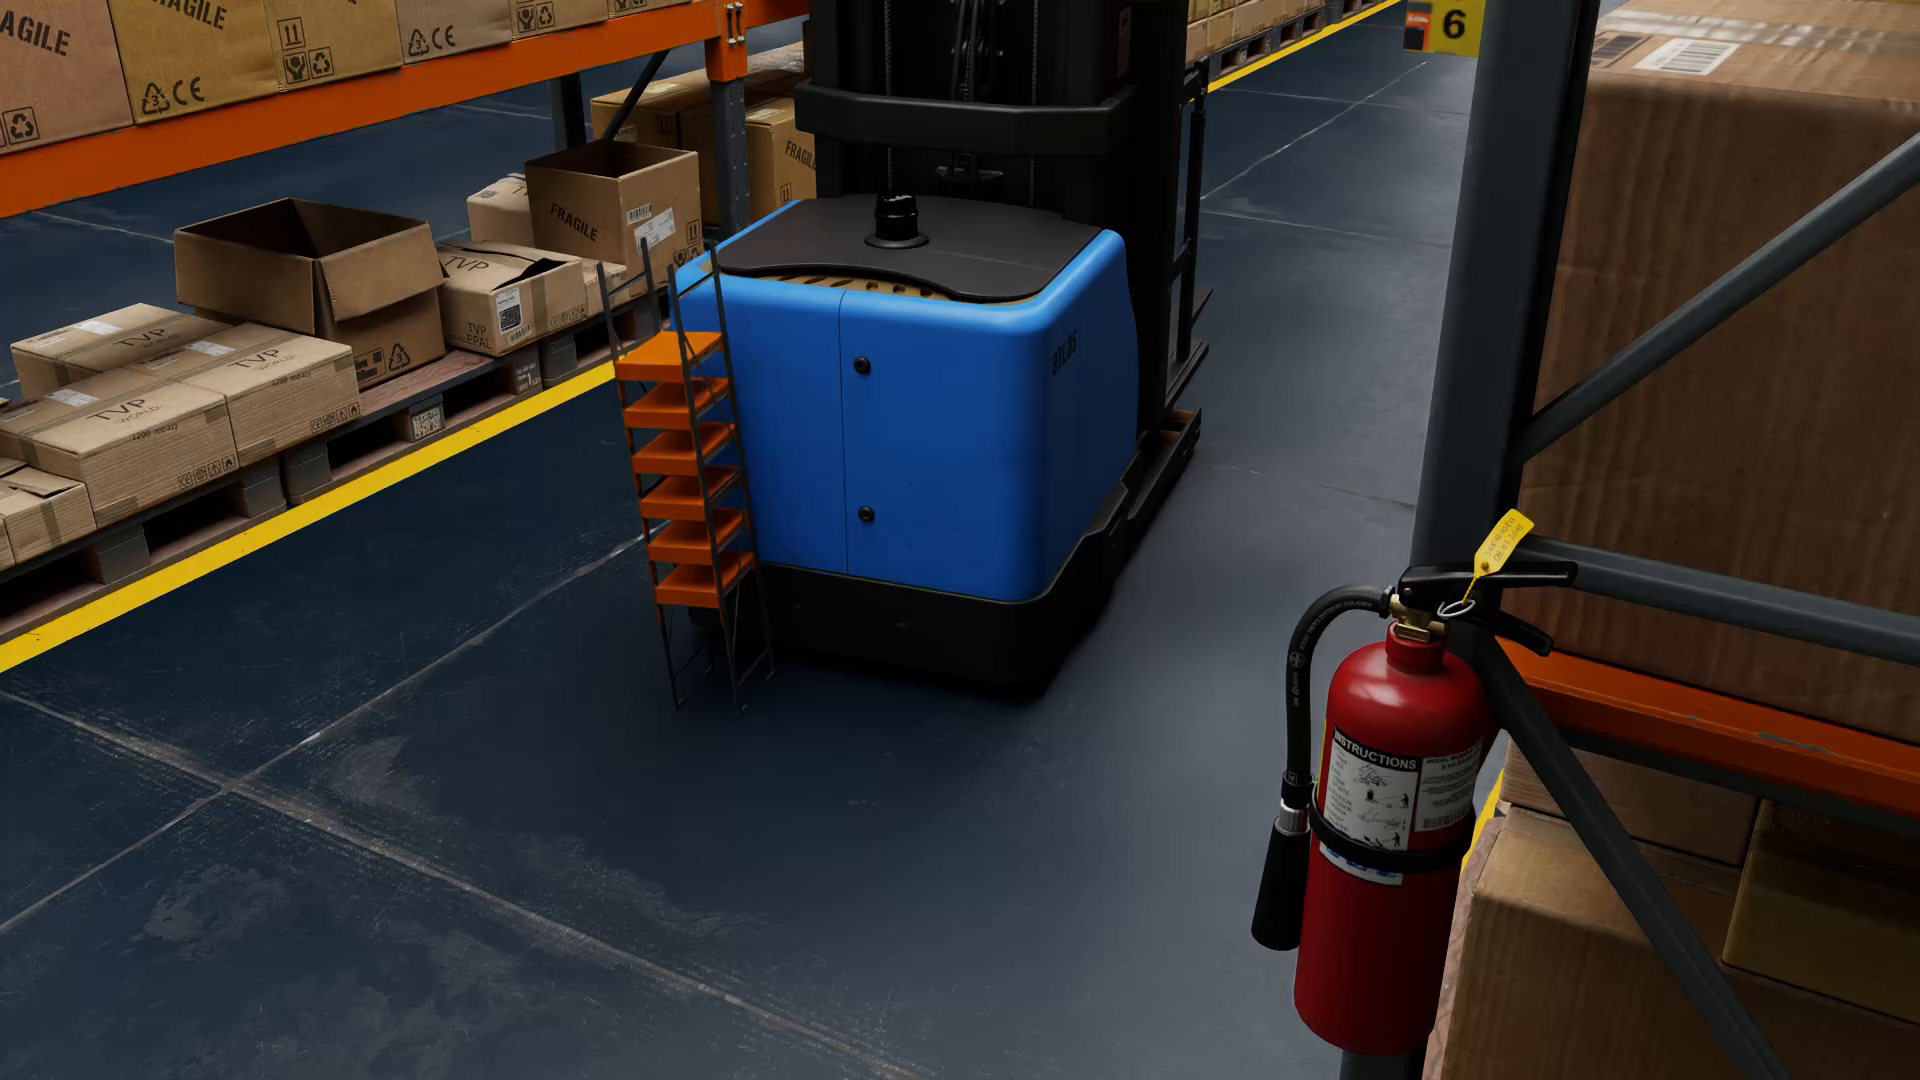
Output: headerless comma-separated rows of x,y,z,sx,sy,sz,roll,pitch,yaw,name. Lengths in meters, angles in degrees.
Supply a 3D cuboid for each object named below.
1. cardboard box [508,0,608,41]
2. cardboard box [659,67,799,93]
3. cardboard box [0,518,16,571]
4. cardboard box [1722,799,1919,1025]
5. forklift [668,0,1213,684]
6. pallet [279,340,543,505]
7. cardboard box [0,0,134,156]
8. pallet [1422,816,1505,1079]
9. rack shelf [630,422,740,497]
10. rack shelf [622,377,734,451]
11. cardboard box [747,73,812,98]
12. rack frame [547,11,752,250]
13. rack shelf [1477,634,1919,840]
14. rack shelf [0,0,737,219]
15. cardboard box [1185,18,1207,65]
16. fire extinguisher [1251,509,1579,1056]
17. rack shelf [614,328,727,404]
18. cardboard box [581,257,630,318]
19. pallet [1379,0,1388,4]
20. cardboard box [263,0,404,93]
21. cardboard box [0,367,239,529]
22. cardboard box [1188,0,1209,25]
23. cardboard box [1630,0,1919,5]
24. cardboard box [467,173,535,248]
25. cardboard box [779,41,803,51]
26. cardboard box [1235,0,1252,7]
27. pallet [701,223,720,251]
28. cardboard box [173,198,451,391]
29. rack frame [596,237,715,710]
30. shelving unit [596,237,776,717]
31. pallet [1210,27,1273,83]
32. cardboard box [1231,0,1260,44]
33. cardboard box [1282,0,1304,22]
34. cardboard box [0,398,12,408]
-1.656,-2.131,6.045,0.500,0.500,0.500,15,30,28,cardboard box
-1.138,-2.064,8.324,0.500,0.500,0.500,14,30,26,cardboard box
-2.844,0.010,4.571,0.380,0.149,0.250,14,30,26,cardboard box
1.335,0.547,2.405,0.380,0.149,0.250,14,30,26,cardboard box
0.209,-1.574,5.120,1.130,2.935,3.031,9,28,17,forklift
-2.319,-0.547,6.108,1.003,0.211,1.213,14,30,26,pallet
-2.652,-1.342,4.468,0.500,0.500,0.500,14,30,26,cardboard box
1.291,1.027,2.962,1.003,0.211,1.213,14,30,26,pallet
-0.677,-0.209,4.145,0.180,0.103,0.258,4,26,18,rack shelf
-0.686,-0.318,4.094,0.180,0.103,0.258,4,26,18,rack shelf
-0.679,-1.963,8.122,0.500,0.500,0.500,15,30,27,cardboard box
-1.381,-2.539,6.971,1.000,3.000,0.127,14,30,26,rack frame
1.949,-0.348,3.399,1.077,0.370,4.000,14,30,26,rack shelf
-2.365,-1.438,5.575,1.077,0.370,4.000,14,30,26,rack shelf
1.346,-3.392,11.277,0.500,0.250,0.500,13,30,25,cardboard box
0.489,0.268,1.867,0.296,0.674,0.183,14,30,26,fire extinguisher
-0.695,-0.426,4.044,0.180,0.103,0.258,4,26,18,rack shelf
-1.547,-1.017,6.624,0.380,0.149,0.250,14,30,26,cardboard box
3.581,-5.188,15.378,1.003,0.211,1.213,14,30,26,pallet
-2.155,-1.731,5.246,0.500,0.500,0.500,15,30,27,cardboard box
-2.589,-0.292,5.062,0.500,0.250,0.500,14,30,26,cardboard box
1.351,-3.653,11.172,0.500,0.311,0.500,13,30,25,cardboard box
1.556,-0.512,2.586,0.980,0.700,0.700,14,30,26,cardboard box
-1.776,-1.417,7.243,0.500,0.311,0.500,14,30,26,cardboard box
-0.642,-2.458,9.111,0.500,0.500,0.500,13,29,24,cardboard box
1.856,-4.052,11.969,0.500,0.311,0.500,14,30,25,cardboard box
-1.014,-1.617,8.245,1.003,0.211,1.213,14,30,26,pallet
-2.301,-0.886,5.966,0.797,0.503,0.637,14,30,26,cardboard box
-0.758,-0.147,4.205,0.006,1.200,0.240,4,26,18,rack frame
-0.671,-0.141,4.177,0.189,1.200,0.258,4,26,18,shelving unit
1.626,-3.637,12.279,1.003,0.211,1.213,14,30,26,pallet
1.849,-3.795,12.083,0.500,0.250,0.500,15,30,27,cardboard box
2.352,-4.193,12.877,0.500,0.250,0.500,14,30,25,cardboard box
-3.019,-0.314,5.200,0.380,0.166,0.250,14,30,26,cardboard box
